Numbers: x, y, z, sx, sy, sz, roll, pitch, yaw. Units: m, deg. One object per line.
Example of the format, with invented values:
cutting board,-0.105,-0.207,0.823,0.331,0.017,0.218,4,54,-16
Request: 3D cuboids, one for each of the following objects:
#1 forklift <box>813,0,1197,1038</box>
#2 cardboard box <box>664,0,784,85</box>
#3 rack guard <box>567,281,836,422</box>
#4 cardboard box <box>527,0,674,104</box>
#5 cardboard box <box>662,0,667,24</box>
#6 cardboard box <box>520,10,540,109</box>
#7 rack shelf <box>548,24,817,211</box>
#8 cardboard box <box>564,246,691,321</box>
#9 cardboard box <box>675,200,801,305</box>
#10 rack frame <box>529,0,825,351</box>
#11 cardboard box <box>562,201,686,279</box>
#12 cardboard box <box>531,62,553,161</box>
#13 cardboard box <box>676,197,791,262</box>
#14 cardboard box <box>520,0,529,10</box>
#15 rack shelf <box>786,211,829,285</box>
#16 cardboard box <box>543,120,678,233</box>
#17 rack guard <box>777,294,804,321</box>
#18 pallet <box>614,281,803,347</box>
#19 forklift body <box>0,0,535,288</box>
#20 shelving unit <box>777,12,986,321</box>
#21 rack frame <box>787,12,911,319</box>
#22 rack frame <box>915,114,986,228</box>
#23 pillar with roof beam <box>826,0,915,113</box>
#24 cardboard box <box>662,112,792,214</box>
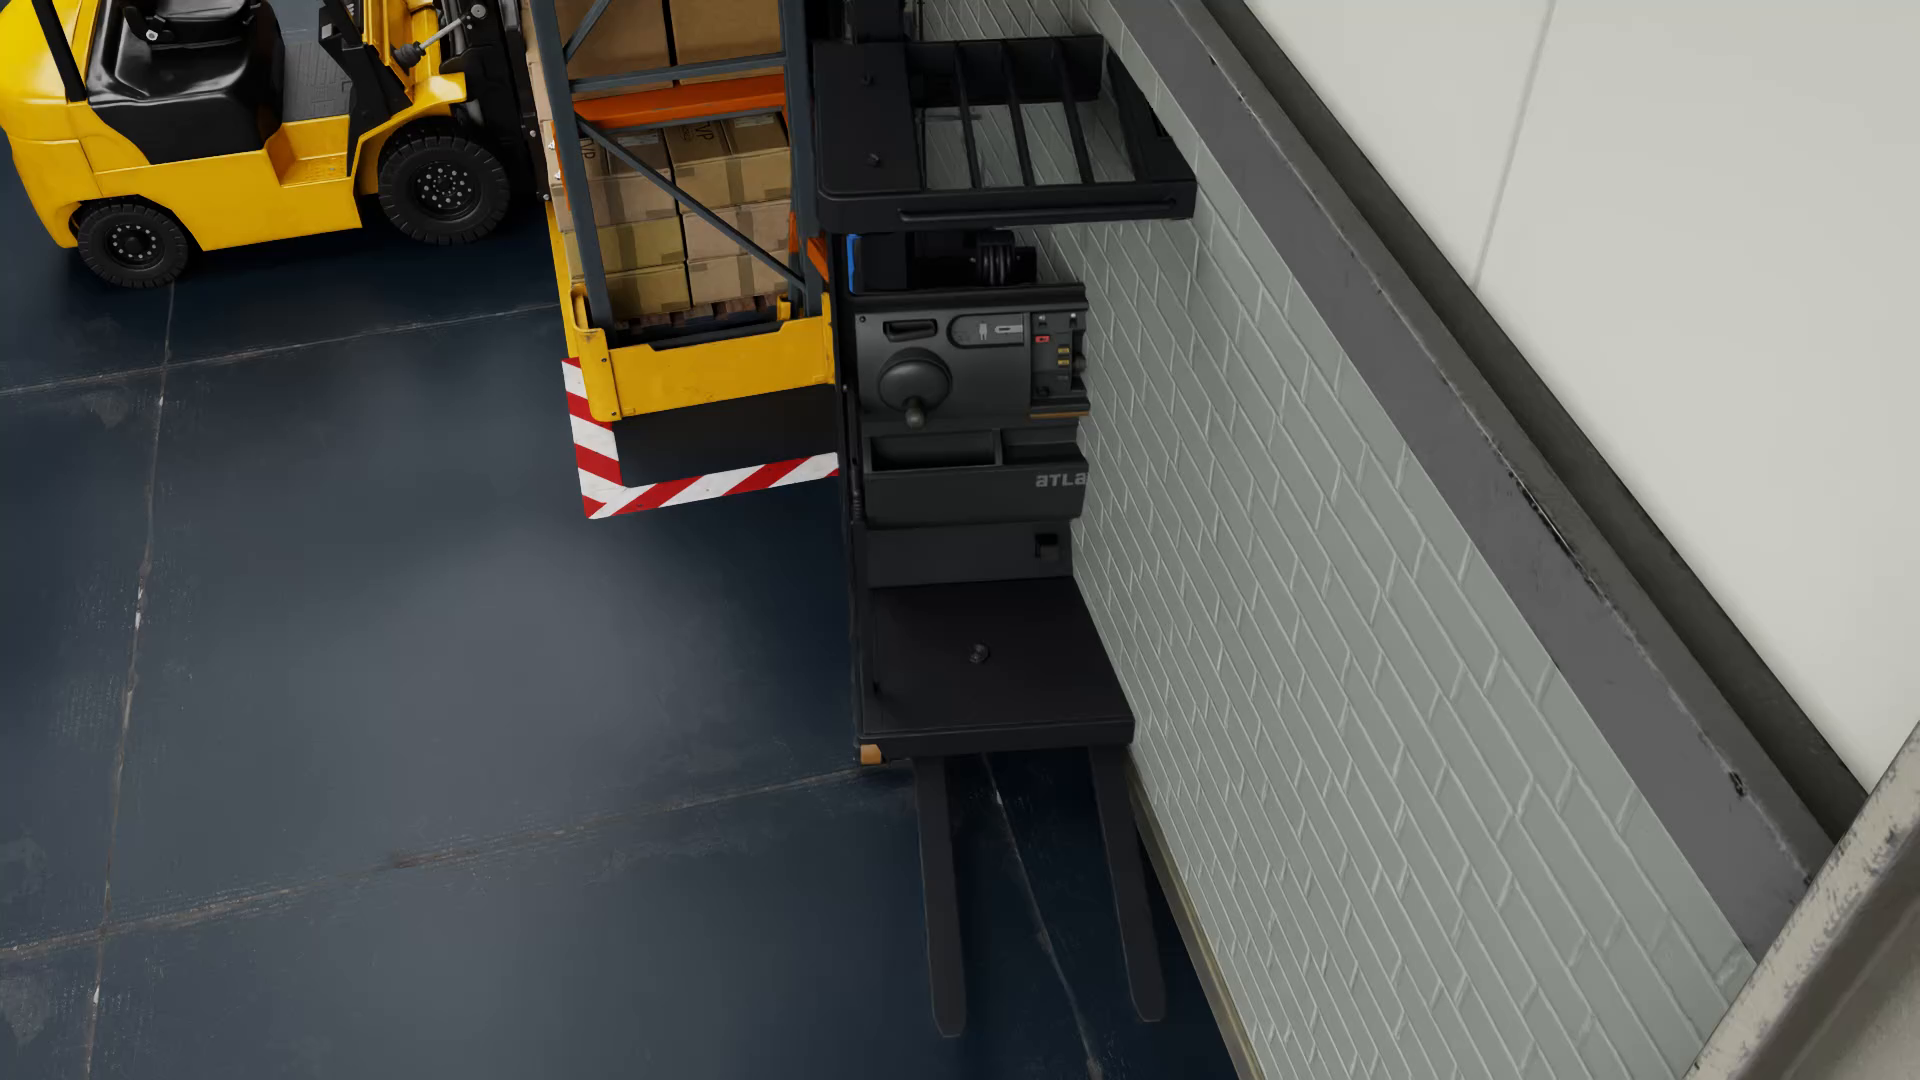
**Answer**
forklift,0.155,-0.478,5.167,1.130,2.935,3.031,-3,46,-3
cardboard box,-0.943,-2.224,6.759,0.500,0.500,0.500,-9,46,-9
rack guard,-1.078,-0.905,7.287,1.175,0.500,0.348,-11,47,-10
cardboard box,-1.464,-2.123,6.660,0.500,0.500,0.500,-12,47,-11
cardboard box,-1.097,-2.580,7.108,0.500,0.500,0.500,-9,46,-9
cardboard box,-1.779,-2.290,7.825,0.500,0.250,0.500,-10,46,-10
rack shelf,-1.596,-2.925,8.020,1.077,0.370,4.000,-11,47,-10
cardboard box,-1.510,-1.247,7.503,0.500,0.250,0.500,-10,46,-10
cardboard box,-1.021,-1.356,7.609,0.500,0.250,0.500,-11,47,-10
rack frame,-1.084,-1.796,6.410,1.000,3.000,0.127,-11,47,-10
cardboard box,-1.511,-1.435,7.337,0.500,0.250,0.500,-11,47,-11
cardboard box,-1.640,-1.943,7.485,0.500,0.250,0.500,-10,46,-10
cardboard box,-1.004,-1.518,7.419,0.500,0.250,0.500,-10,46,-10
cardboard box,-1.901,-2.641,8.169,0.500,0.250,0.500,-12,47,-11
rack shelf,-0.335,-1.121,6.963,0.538,0.185,1.000,-8,34,-19
cardboard box,-1.504,-1.592,7.141,0.500,0.250,0.500,-9,46,-9
rack guard,-0.544,-1.009,7.595,0.587,0.250,0.087,-8,34,-19
pallet,-1.321,-1.341,7.916,1.003,0.211,1.213,-11,47,-10
forklift body,-3.333,-2.475,7.669,2.313,2.155,1.214,-11,47,-10
shelving unit,-0.325,-1.278,6.875,0.587,1.500,1.083,-8,34,-19
rack frame,-0.498,-1.538,7.265,0.500,1.500,0.032,-8,34,-19
rack frame,-0.146,-1.009,6.471,0.500,1.500,0.032,-8,34,-19
pillar with roof beam,-4.553,-3.754,4.129,9.100,9.000,0.400,-11,47,-10
cardboard box,-1.024,-1.697,7.244,0.500,0.250,0.500,-11,47,-11
